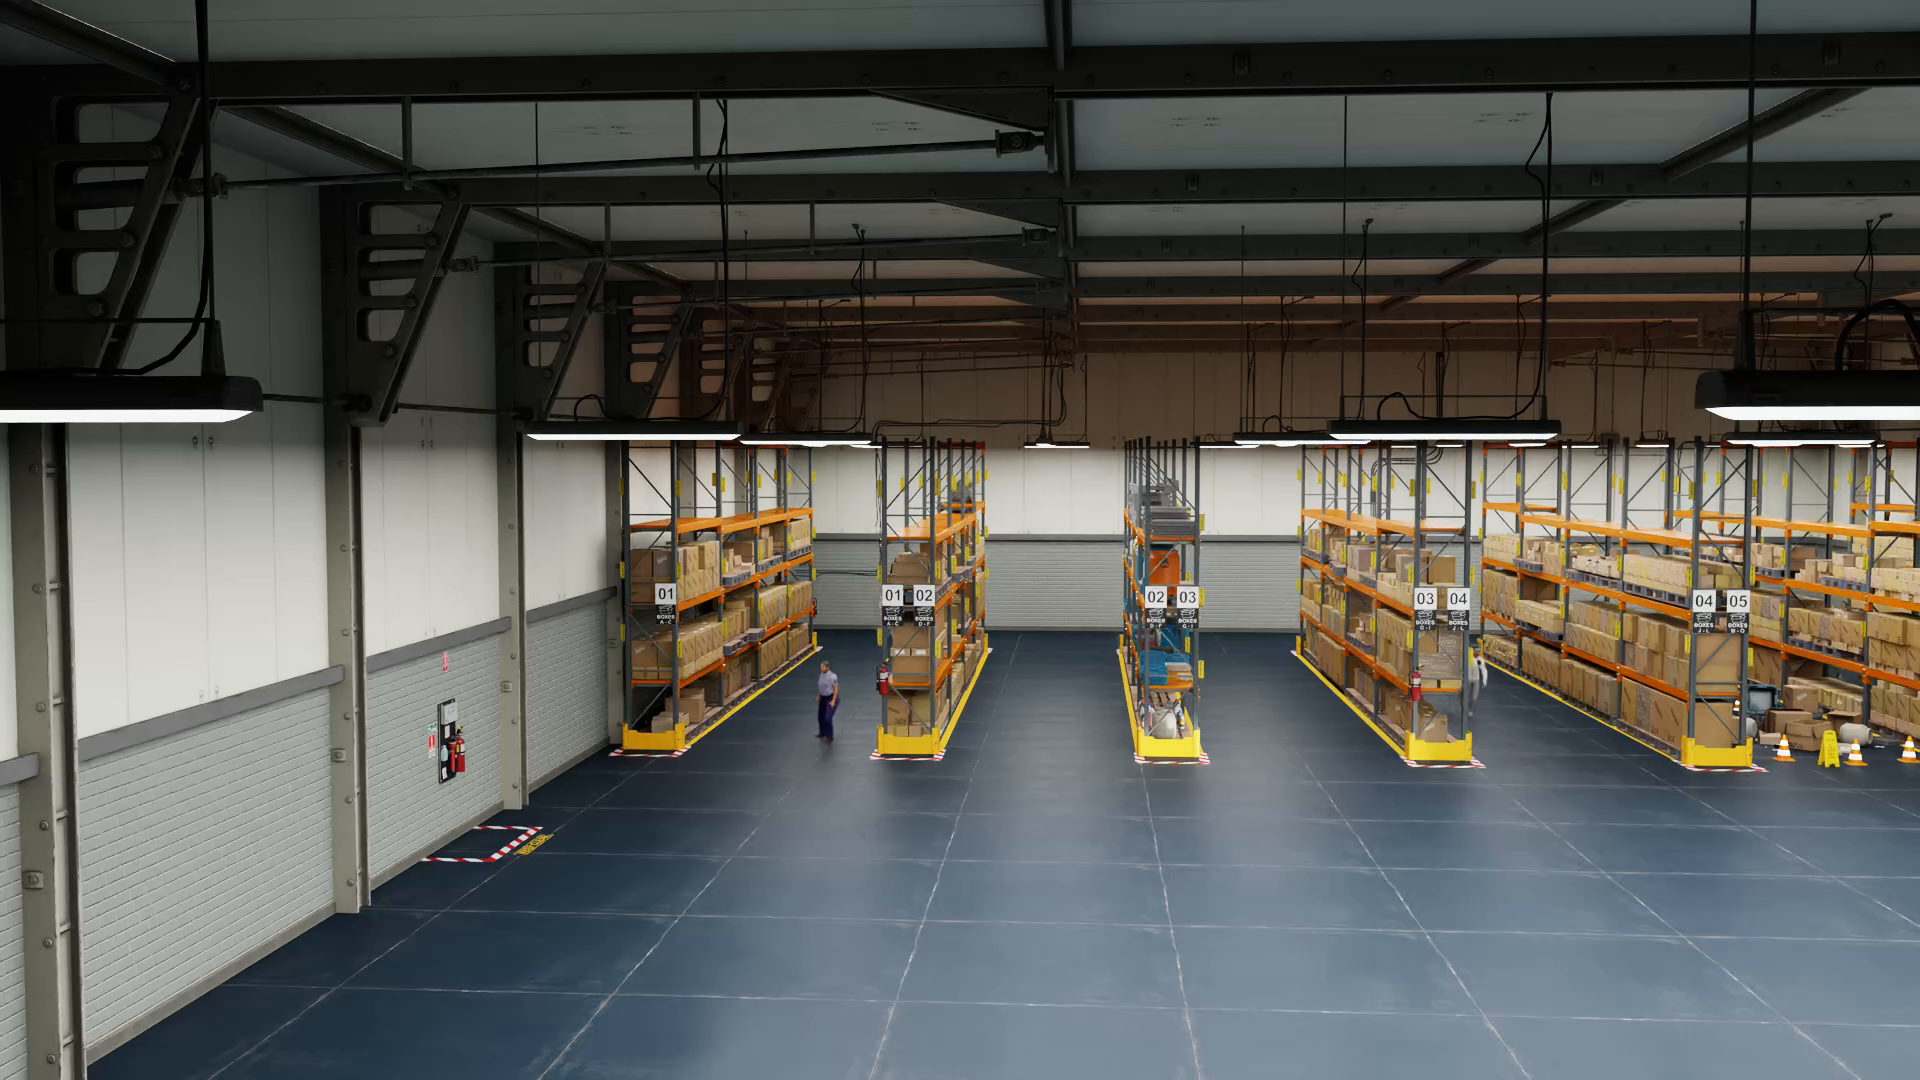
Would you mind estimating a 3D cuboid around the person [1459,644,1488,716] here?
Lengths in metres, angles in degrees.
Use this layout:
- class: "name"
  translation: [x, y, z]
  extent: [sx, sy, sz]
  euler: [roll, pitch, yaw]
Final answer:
- class: "person"
  translation: [11.004, 3.009, 35.663]
  extent: [0.569, 1.576, 0.647]
  euler: [0, 3, 6]

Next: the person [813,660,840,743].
- class: "person"
  translation: [-2.634, 3.184, 32.841]
  extent: [0.813, 1.652, 0.488]
  euler: [3, 4, 42]

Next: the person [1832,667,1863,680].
- class: "person"
  translation: [22.063, 2.609, 41.256]
  extent: [0.676, 1.762, 0.992]
  euler: [-1, 3, -10]
